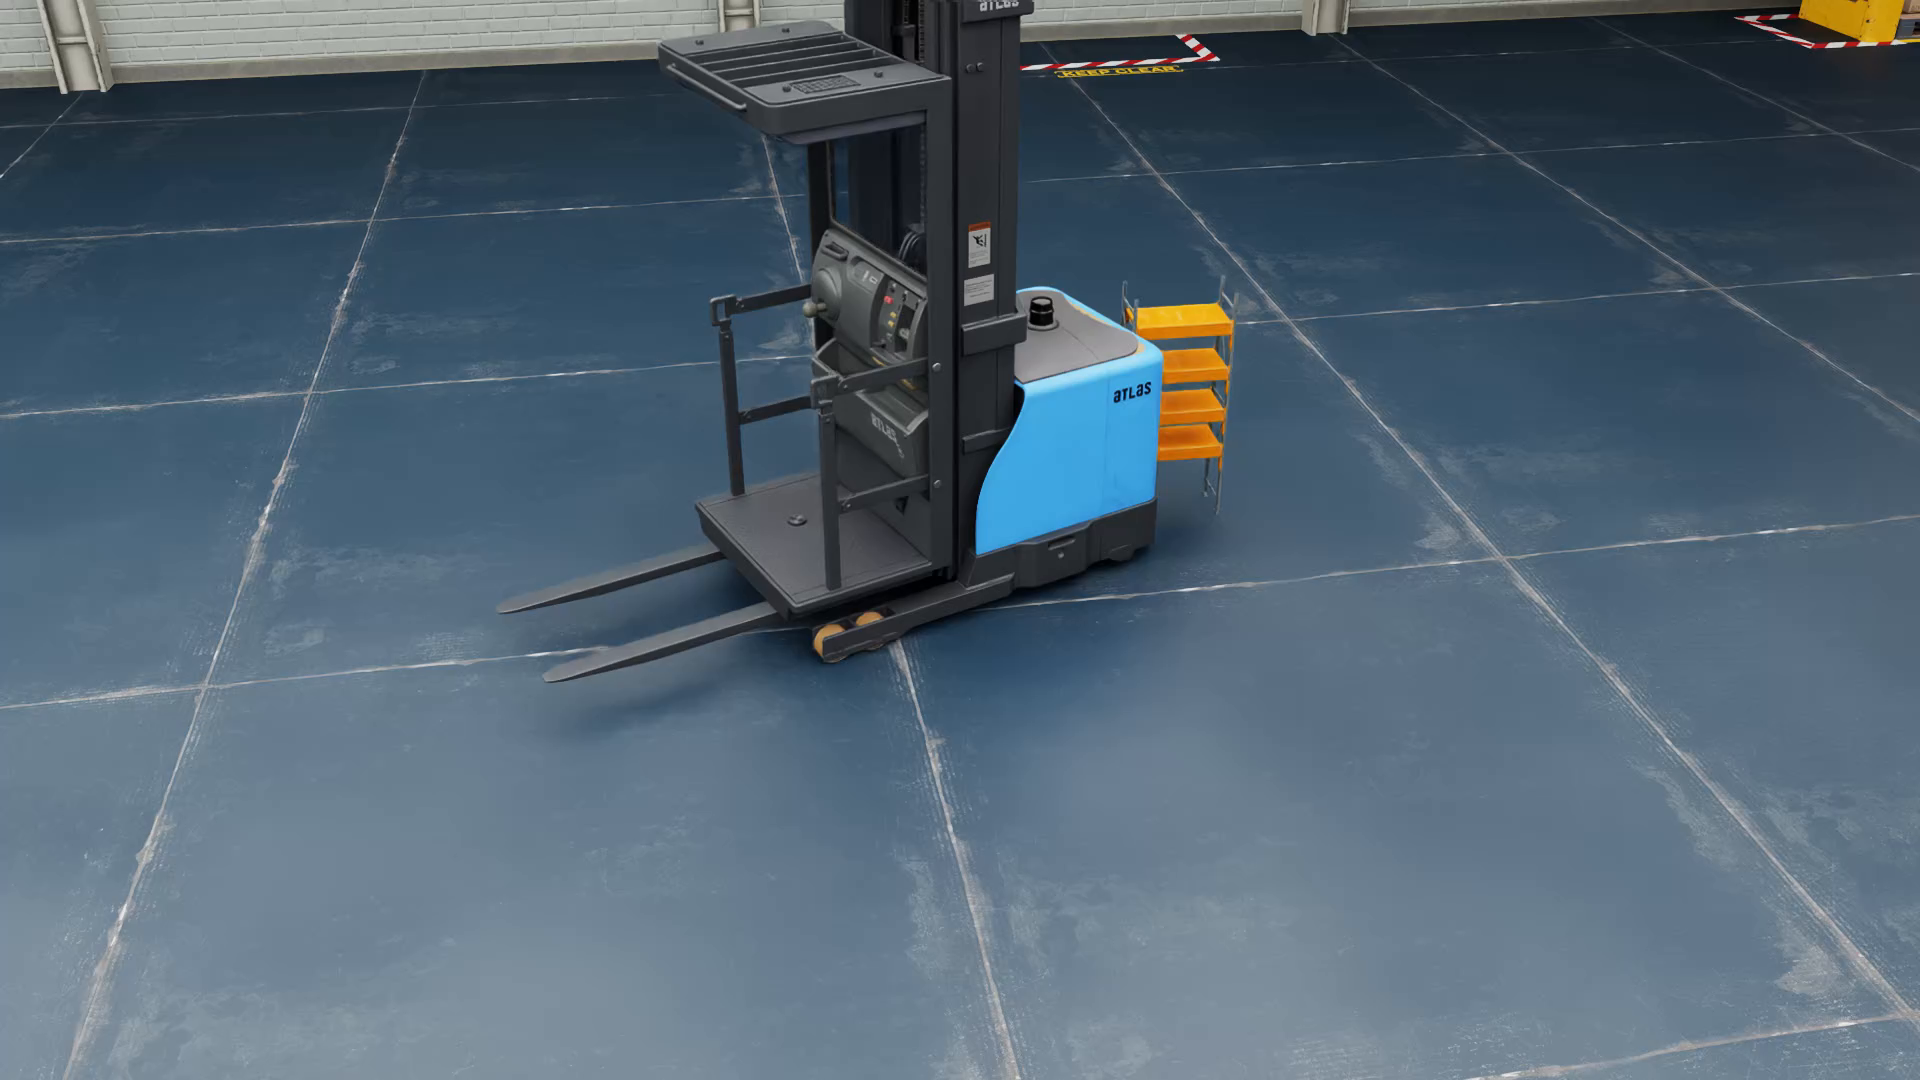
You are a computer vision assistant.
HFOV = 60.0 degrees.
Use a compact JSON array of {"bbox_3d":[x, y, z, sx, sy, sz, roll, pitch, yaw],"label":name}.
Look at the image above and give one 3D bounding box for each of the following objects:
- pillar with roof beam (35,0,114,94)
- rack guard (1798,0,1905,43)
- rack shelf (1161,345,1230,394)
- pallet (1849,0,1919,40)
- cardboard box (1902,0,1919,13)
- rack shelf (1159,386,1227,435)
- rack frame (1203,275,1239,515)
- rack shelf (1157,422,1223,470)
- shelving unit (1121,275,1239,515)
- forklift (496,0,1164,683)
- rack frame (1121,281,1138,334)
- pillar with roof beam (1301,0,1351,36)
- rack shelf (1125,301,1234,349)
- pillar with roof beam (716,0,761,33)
[{"bbox_3d":[-7.266,-5.902,9.409,0.400,9.000,9.100,-5,31,-9],"label":"pillar with roof beam"},{"bbox_3d":[9.206,-5.539,17.178,0.348,0.500,1.175,-5,31,-9],"label":"rack guard"},{"bbox_3d":[1.052,-0.822,8.155,0.480,0.148,0.258,-5,31,-8],"label":"rack shelf"},{"bbox_3d":[10.011,-5.471,17.347,1.213,0.211,1.003,-5,31,-9],"label":"pallet"},{"bbox_3d":[9.828,-5.659,17.133,0.500,0.311,0.500,-9,32,-15],"label":"cardboard box"},{"bbox_3d":[1.052,-0.629,8.268,0.480,0.148,0.258,-5,31,-8],"label":"rack shelf"},{"bbox_3d":[1.293,-0.706,8.267,0.015,1.200,0.240,-5,31,-8],"label":"rack frame"},{"bbox_3d":[1.052,-0.458,8.369,0.480,0.148,0.258,-5,31,-8],"label":"rack shelf"},{"bbox_3d":[1.052,-0.687,8.234,0.503,1.200,0.258,-5,31,-8],"label":"shelving unit"},{"bbox_3d":[-0.575,-1.030,7.109,3.031,2.935,1.130,-17,35,-27],"label":"forklift"},{"bbox_3d":[0.811,-0.667,8.201,0.015,1.200,0.240,-5,31,-8],"label":"rack frame"},{"bbox_3d":[4.537,-6.997,11.272,0.400,9.000,9.100,-5,31,-9],"label":"pillar with roof beam"},{"bbox_3d":[1.052,-1.025,8.035,0.480,0.148,0.258,-5,31,-8],"label":"rack shelf"},{"bbox_3d":[-1.364,-6.449,10.340,0.400,9.000,9.100,-5,31,-9],"label":"pillar with roof beam"}]
